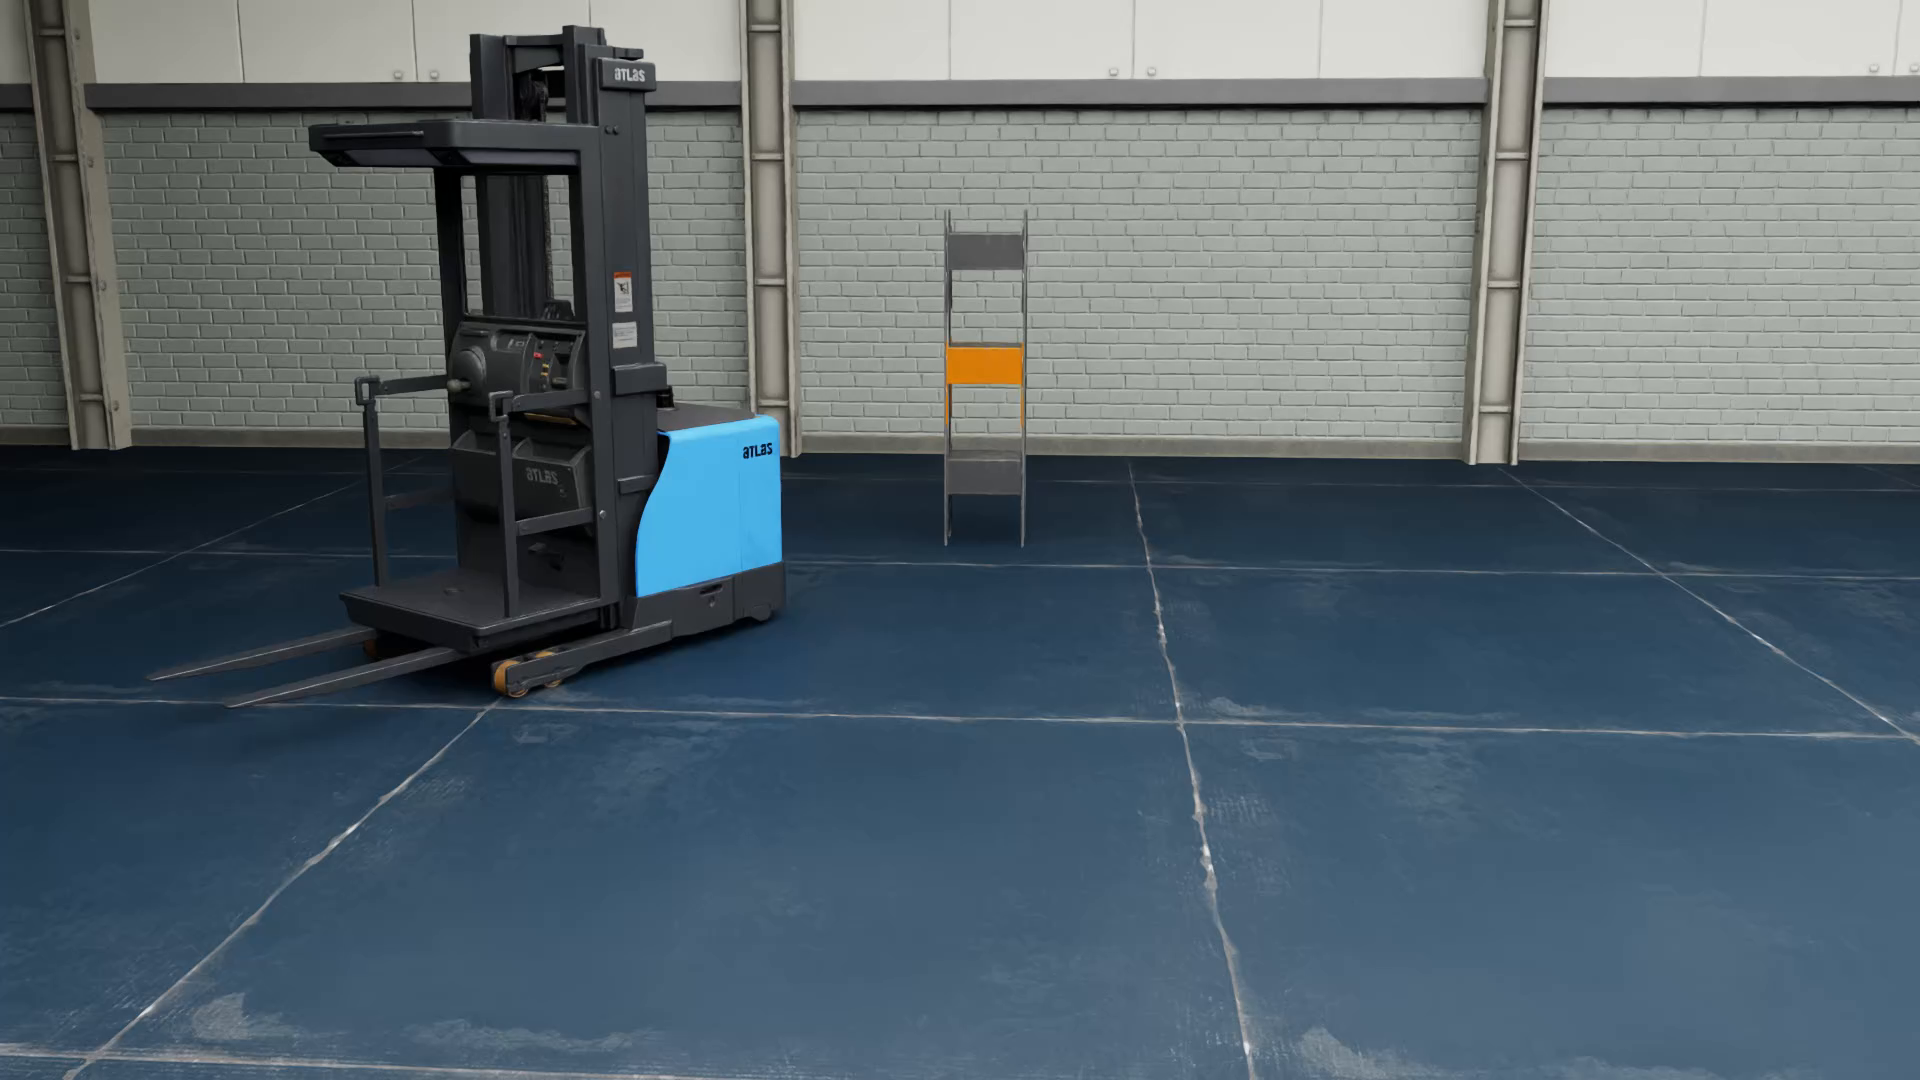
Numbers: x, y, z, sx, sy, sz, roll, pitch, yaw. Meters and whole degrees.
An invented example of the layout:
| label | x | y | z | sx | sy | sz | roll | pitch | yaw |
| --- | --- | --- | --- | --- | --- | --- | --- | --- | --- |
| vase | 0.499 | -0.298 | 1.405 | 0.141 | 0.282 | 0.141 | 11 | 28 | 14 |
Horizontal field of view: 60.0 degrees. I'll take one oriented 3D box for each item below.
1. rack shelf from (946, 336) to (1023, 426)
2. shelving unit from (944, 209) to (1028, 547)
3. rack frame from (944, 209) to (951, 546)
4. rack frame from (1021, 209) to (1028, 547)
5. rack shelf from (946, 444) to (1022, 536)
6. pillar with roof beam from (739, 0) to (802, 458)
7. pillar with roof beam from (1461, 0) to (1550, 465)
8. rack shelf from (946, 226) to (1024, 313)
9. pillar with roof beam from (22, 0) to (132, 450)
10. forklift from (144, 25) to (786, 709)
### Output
| label | x | y | z | sx | sy | sz | roll | pitch | yaw |
| --- | --- | --- | --- | --- | --- | --- | --- | --- | --- |
| rack shelf | 0.165 | -1.012 | 10.545 | 0.480 | 0.518 | 0.431 | 1 | 12 | 4 |
| shelving unit | 0.165 | -1.025 | 10.542 | 0.503 | 2.100 | 0.431 | 1 | 12 | 4 |
| rack frame | -0.078 | -1.029 | 10.558 | 0.015 | 2.100 | 0.400 | 1 | 12 | 4 |
| rack frame | 0.409 | -1.022 | 10.526 | 0.015 | 2.100 | 0.400 | 1 | 12 | 4 |
| rack shelf | 0.165 | -0.327 | 10.688 | 0.480 | 0.518 | 0.431 | 1 | 12 | 4 |
| pillar with roof beam | -1.861 | -4.259 | 9.150 | 0.400 | 9.000 | 9.100 | 1 | 12 | 4 |
| pillar with roof beam | 4.125 | -4.177 | 8.758 | 0.400 | 9.000 | 9.100 | 1 | 12 | 4 |
| rack shelf | 0.165 | -1.697 | 10.402 | 0.480 | 0.518 | 0.431 | 1 | 12 | 4 |
| pillar with roof beam | -7.848 | -4.341 | 9.542 | 0.400 | 9.000 | 9.100 | 1 | 12 | 4 |
| forklift | -2.215 | -0.846 | 7.653 | 1.130 | 2.935 | 3.031 | 9 | 15 | 37 |
